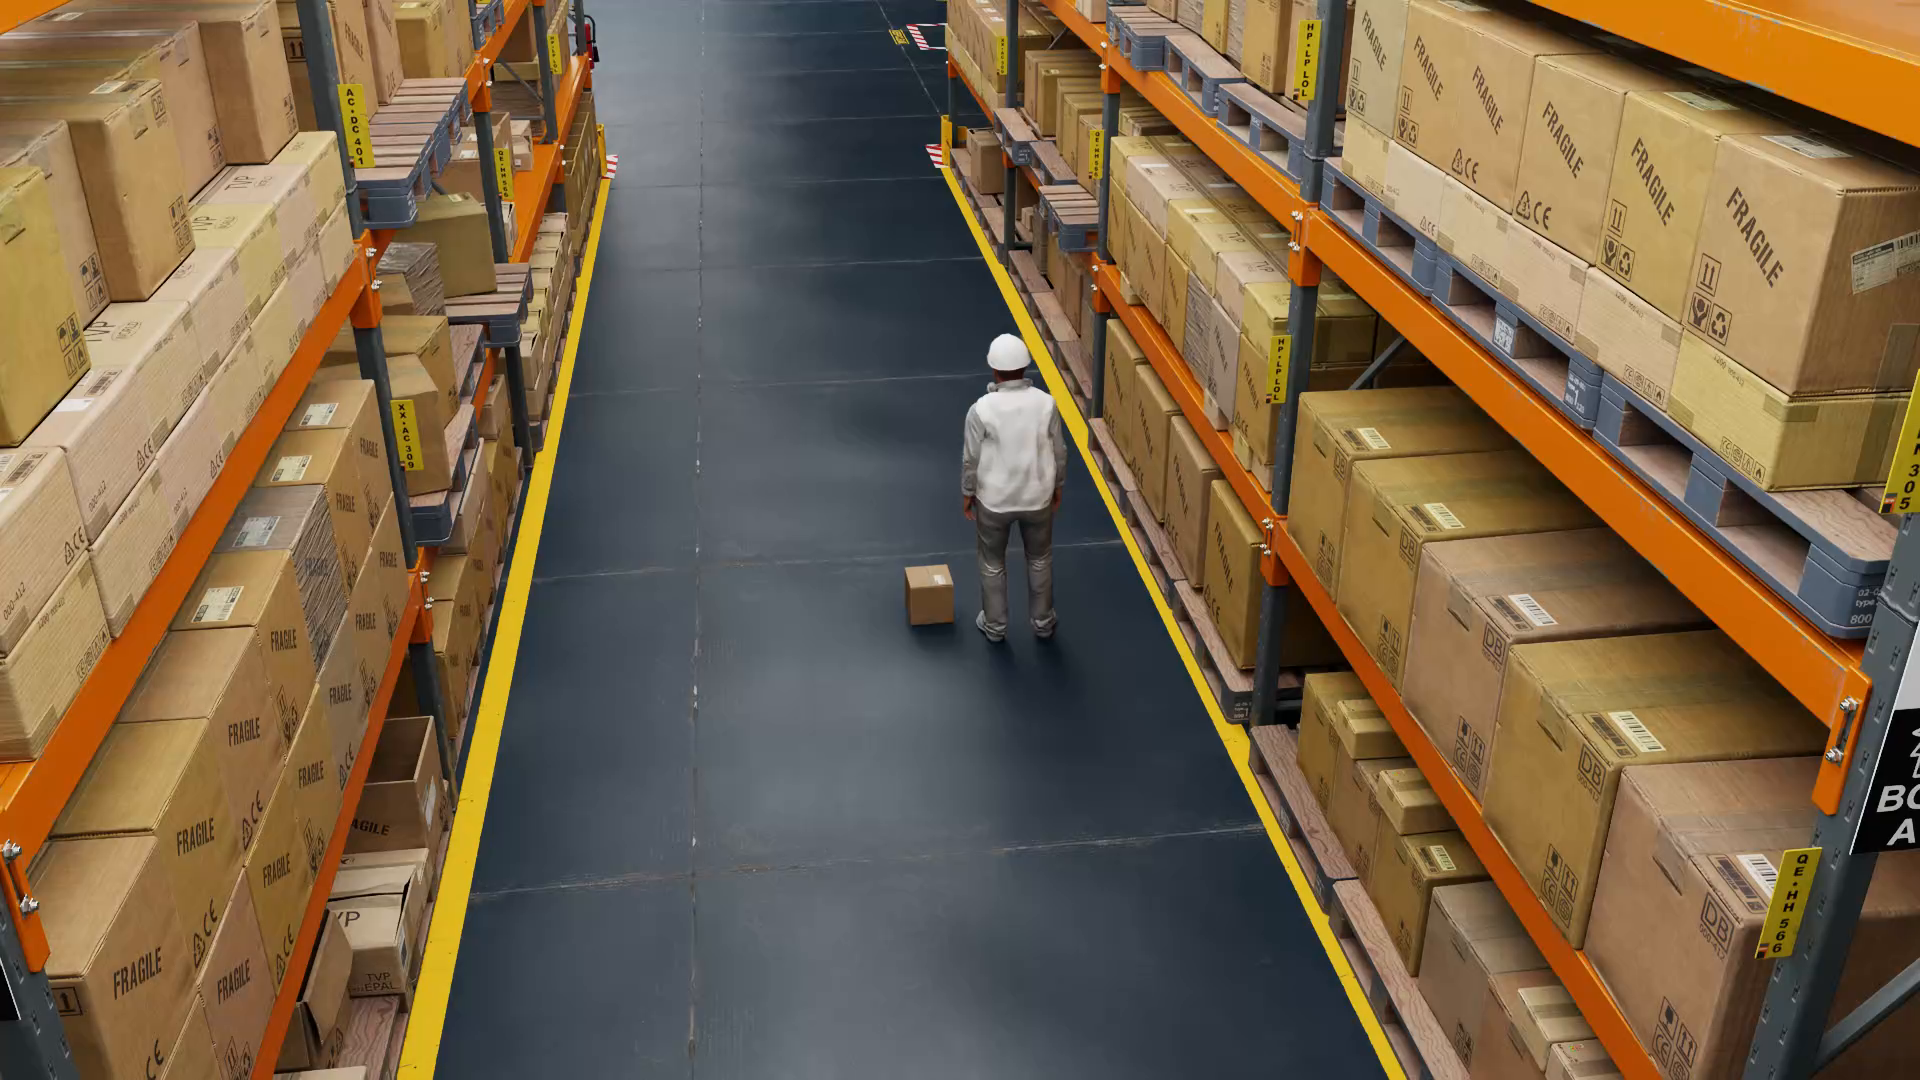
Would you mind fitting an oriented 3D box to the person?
[{"bbox_3d":[0.292,-0.264,9.108,0.585,1.770,0.463,-4,27,-9],"label":"person"}]
